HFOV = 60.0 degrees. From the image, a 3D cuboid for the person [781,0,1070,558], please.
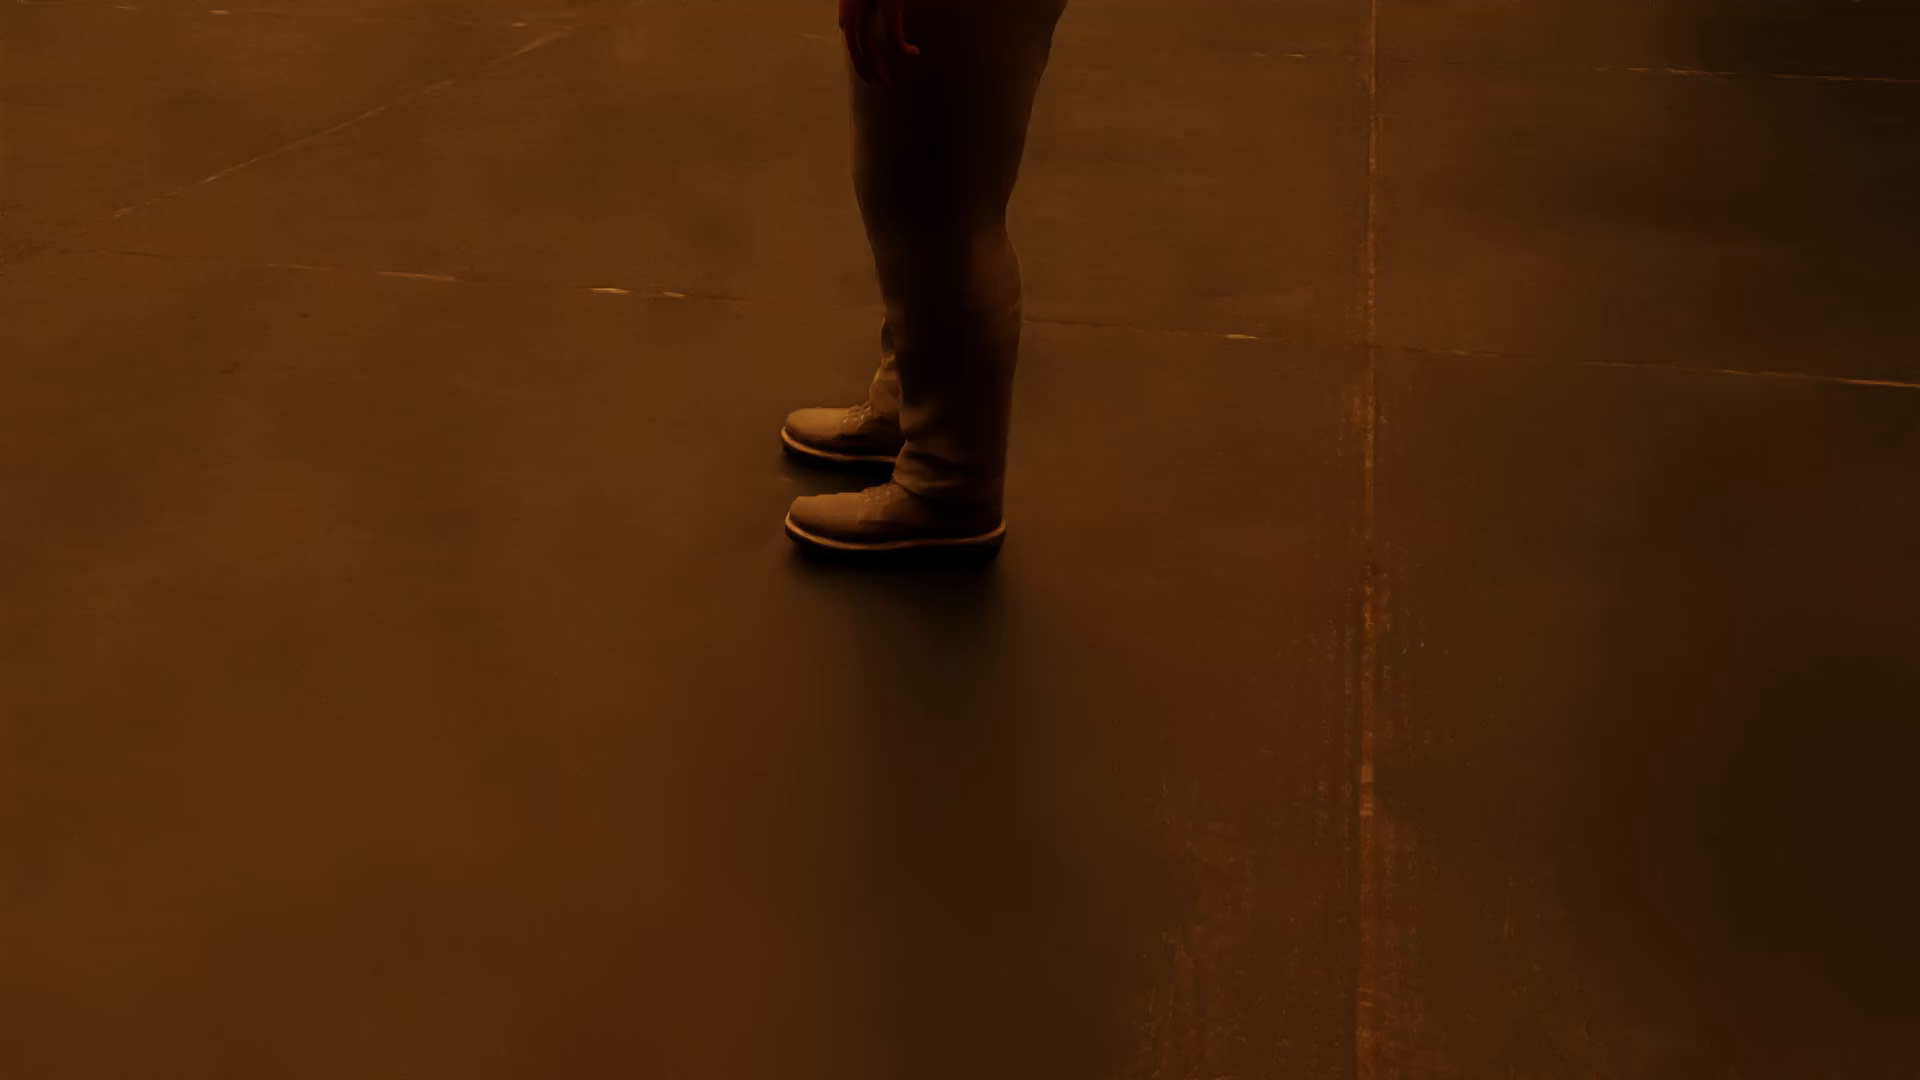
[{"bbox_3d":[-0.073,-0.816,2.120,0.574,1.781,0.640,6,27,11],"label":"person"}]
